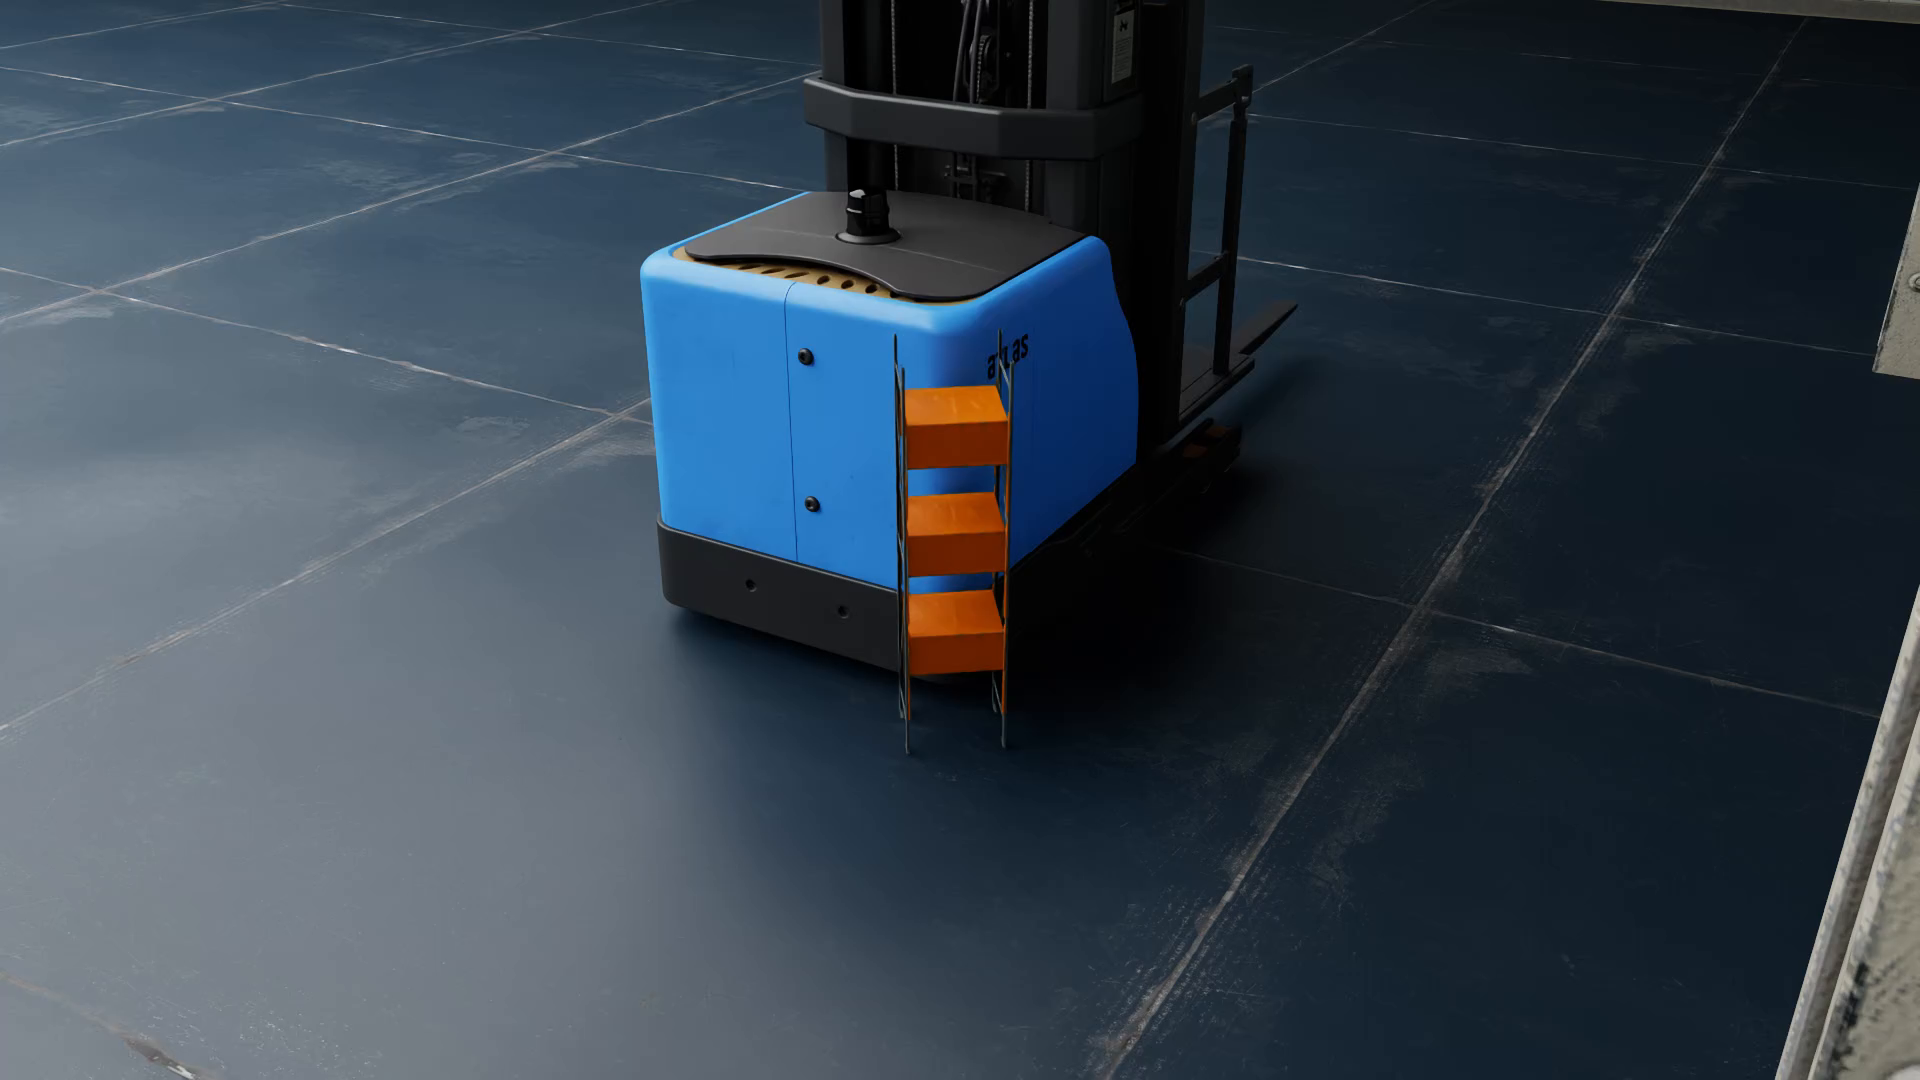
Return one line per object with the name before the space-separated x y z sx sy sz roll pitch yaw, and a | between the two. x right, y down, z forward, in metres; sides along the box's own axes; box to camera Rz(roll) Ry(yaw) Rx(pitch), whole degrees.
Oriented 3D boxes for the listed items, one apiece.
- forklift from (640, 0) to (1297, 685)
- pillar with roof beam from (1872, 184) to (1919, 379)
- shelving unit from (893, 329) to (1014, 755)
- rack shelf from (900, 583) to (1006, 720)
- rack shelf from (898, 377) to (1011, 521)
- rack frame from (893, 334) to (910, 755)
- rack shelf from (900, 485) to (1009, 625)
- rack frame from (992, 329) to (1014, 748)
forklift | 0.312 -1.555 5.082 1.130 2.935 3.031 14 30 26
pillar with roof beam | 0.094 -5.682 6.547 9.100 9.000 0.400 14 30 26
shelving unit | -0.019 0.025 4.017 0.252 1.050 0.215 -3 29 -6
rack shelf | -0.020 0.277 4.157 0.240 0.259 0.215 -3 29 -6
rack shelf | -0.018 -0.214 3.885 0.240 0.259 0.215 -3 29 -6
rack frame | -0.140 0.032 4.004 0.008 1.050 0.200 -3 29 -6
rack shelf | -0.019 0.034 4.023 0.240 0.259 0.215 -3 29 -6
rack frame | 0.102 0.018 4.031 0.008 1.050 0.200 -3 29 -6
